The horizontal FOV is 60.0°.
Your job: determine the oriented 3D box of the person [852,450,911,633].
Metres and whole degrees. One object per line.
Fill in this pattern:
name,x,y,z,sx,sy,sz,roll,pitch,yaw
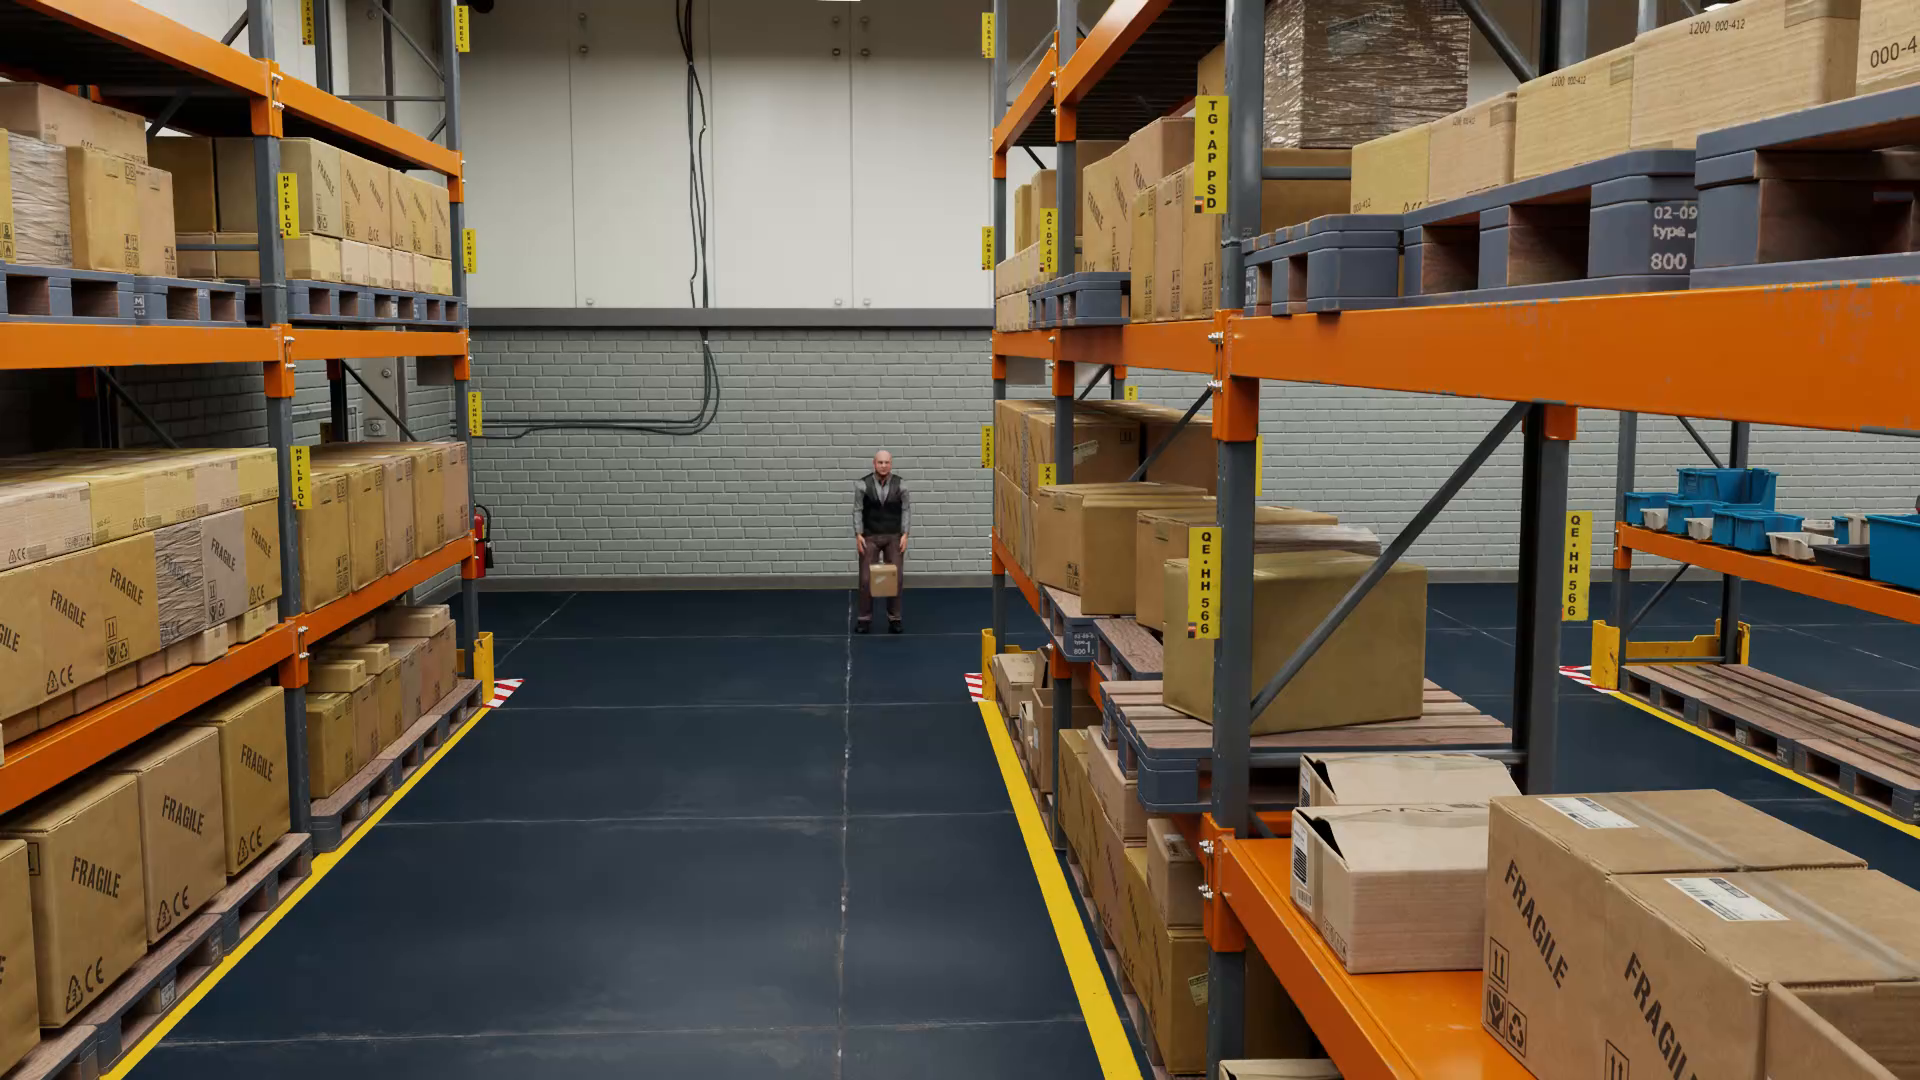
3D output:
person,-0.740,0.007,15.769,0.560,1.725,0.420,-1,7,-5
